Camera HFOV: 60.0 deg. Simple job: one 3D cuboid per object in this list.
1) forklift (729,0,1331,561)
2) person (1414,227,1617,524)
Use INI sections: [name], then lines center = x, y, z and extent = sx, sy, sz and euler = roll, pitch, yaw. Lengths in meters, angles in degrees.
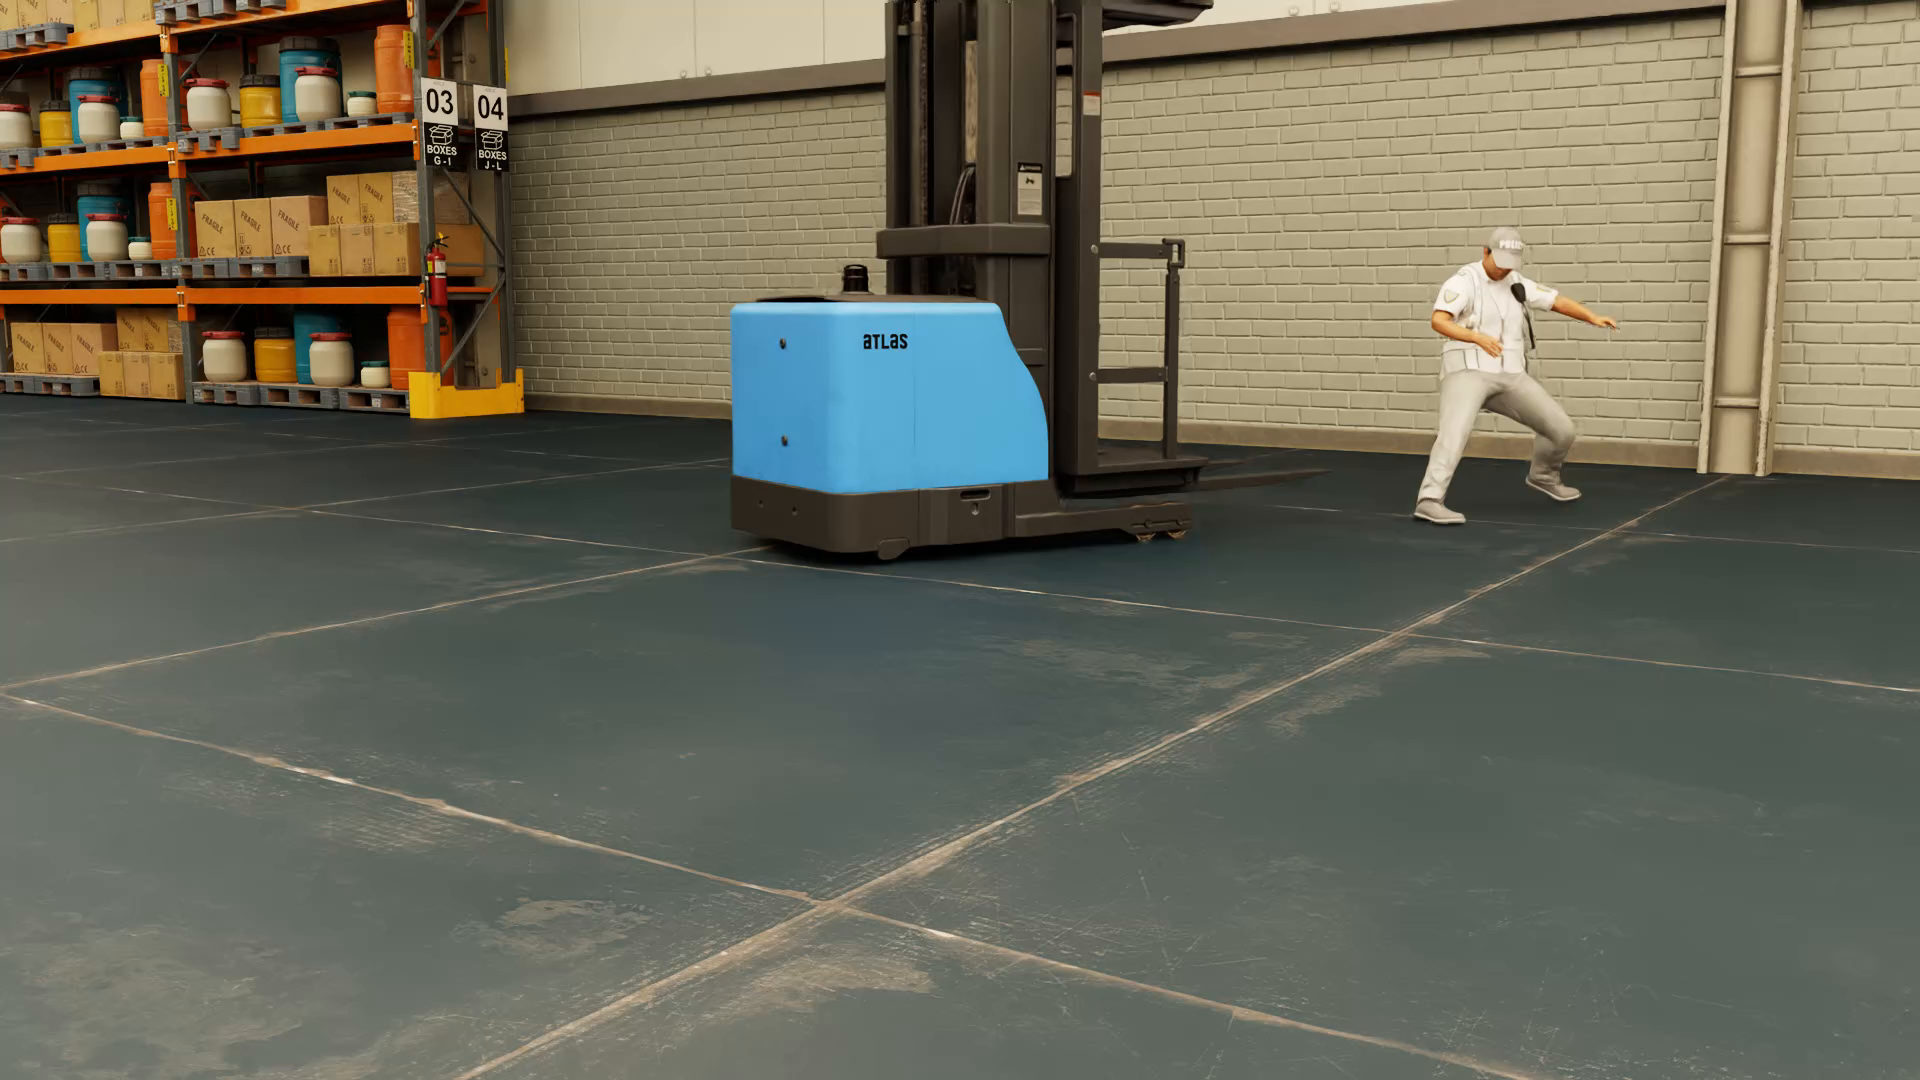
[forklift]
center = 0.467, -1.503, 7.762
extent = 3.031, 2.935, 1.130
euler = -6, 10, -34
[person]
center = 2.823, -0.864, 8.505
extent = 1.253, 1.455, 0.809
euler = -2, 8, -16
